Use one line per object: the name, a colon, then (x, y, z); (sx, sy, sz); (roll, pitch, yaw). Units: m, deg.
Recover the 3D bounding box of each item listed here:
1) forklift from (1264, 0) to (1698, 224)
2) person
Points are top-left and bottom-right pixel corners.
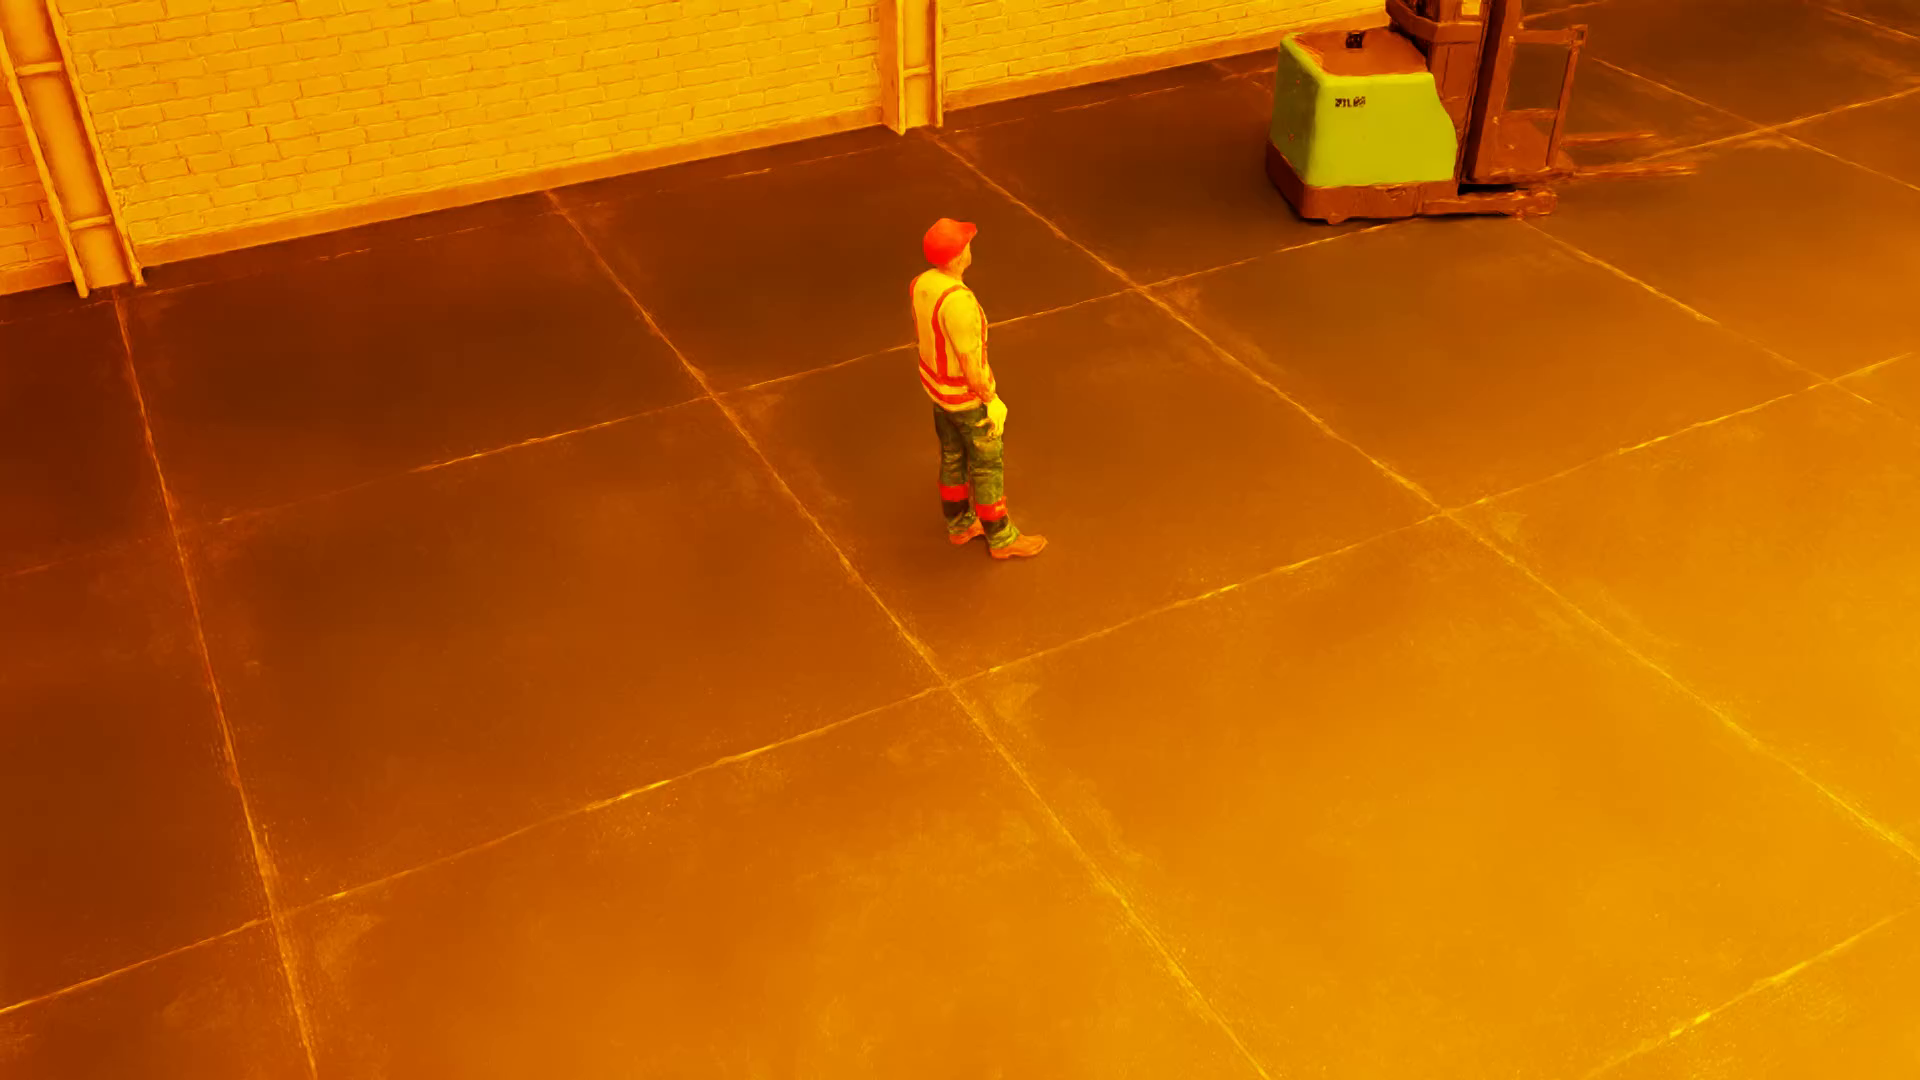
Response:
forklift: (3.847, -3.817, 11.523); (3.031, 2.935, 1.130); (-5, 36, -7)
person: (0.076, -0.753, 8.165); (0.563, 1.787, 0.637); (-17, 39, -23)
